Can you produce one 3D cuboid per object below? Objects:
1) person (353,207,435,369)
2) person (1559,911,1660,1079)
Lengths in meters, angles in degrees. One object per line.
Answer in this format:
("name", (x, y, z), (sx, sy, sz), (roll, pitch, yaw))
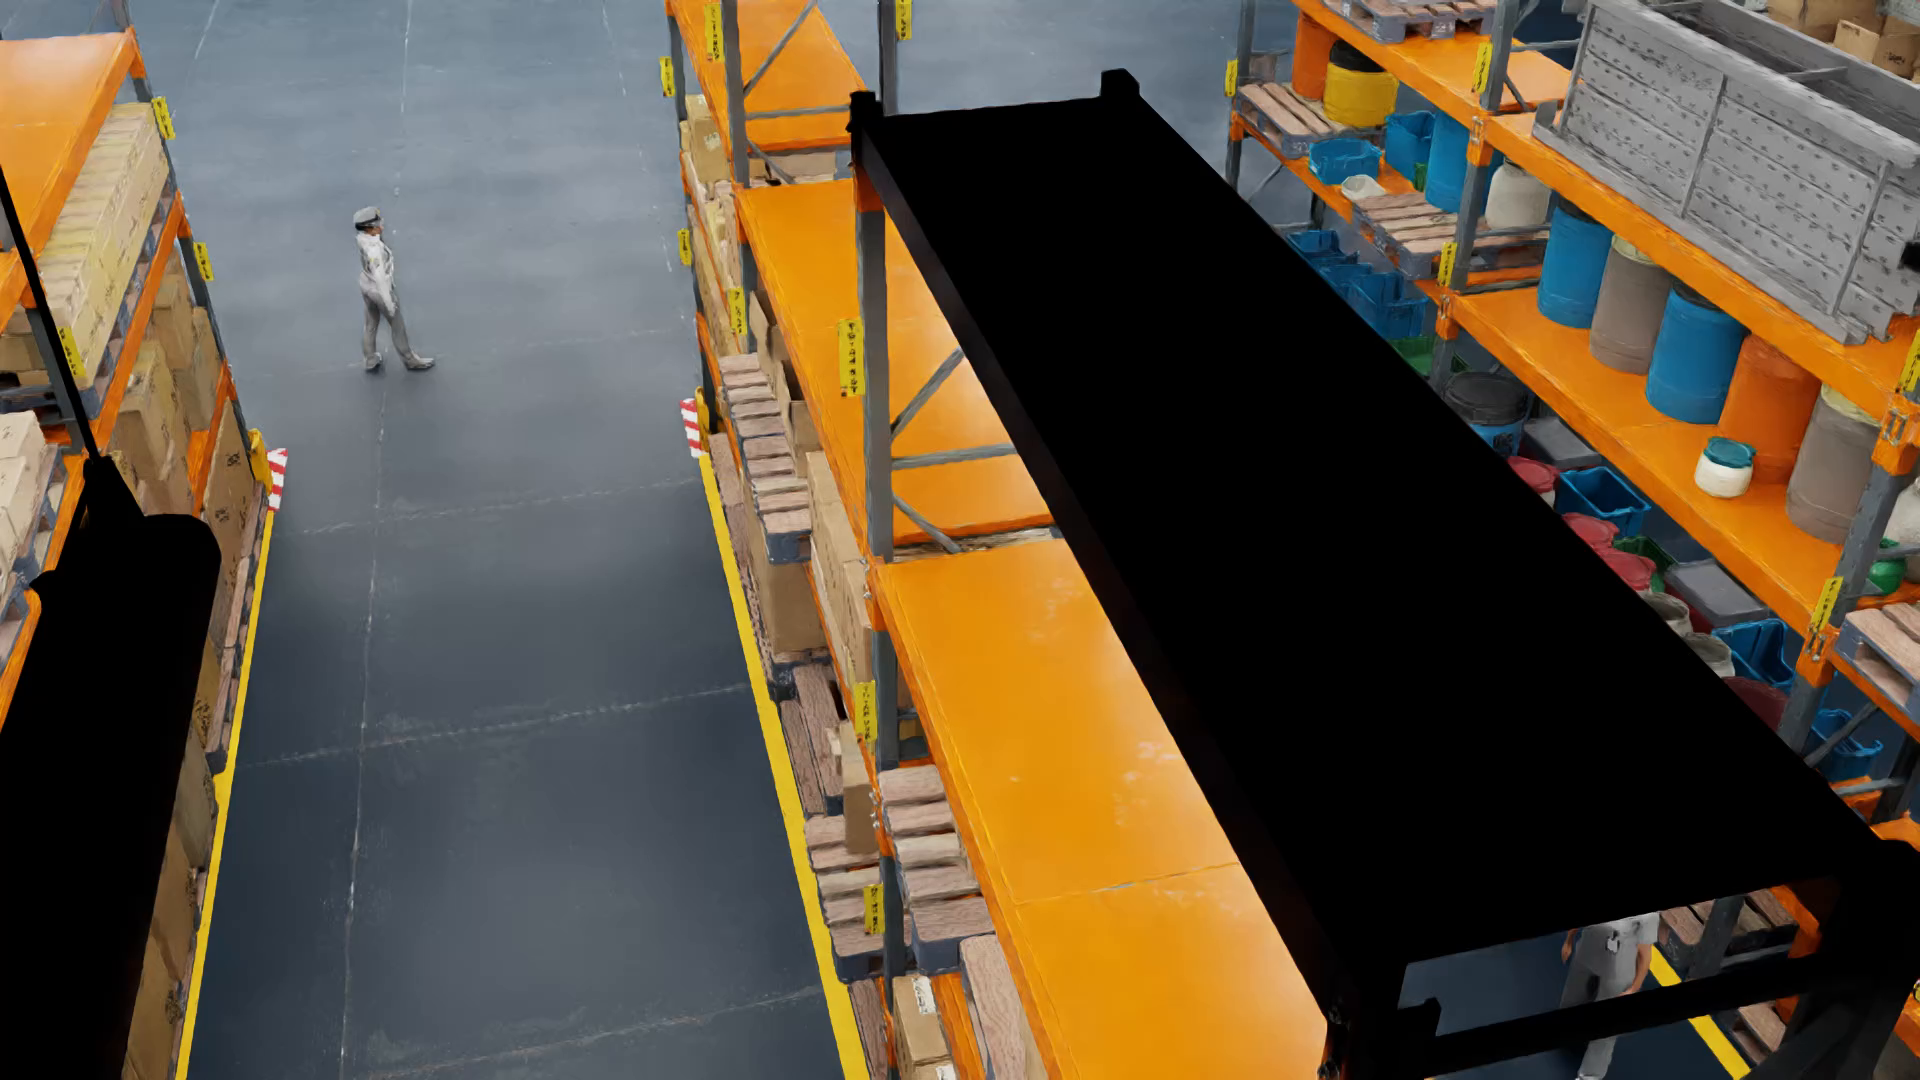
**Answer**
("person", (-5.613, -2.431, 16.168), (0.600, 1.658, 0.588), (-23, 41, -30))
("person", (3.503, 2.350, 9.154), (0.454, 1.678, 0.540), (-23, 40, -29))
